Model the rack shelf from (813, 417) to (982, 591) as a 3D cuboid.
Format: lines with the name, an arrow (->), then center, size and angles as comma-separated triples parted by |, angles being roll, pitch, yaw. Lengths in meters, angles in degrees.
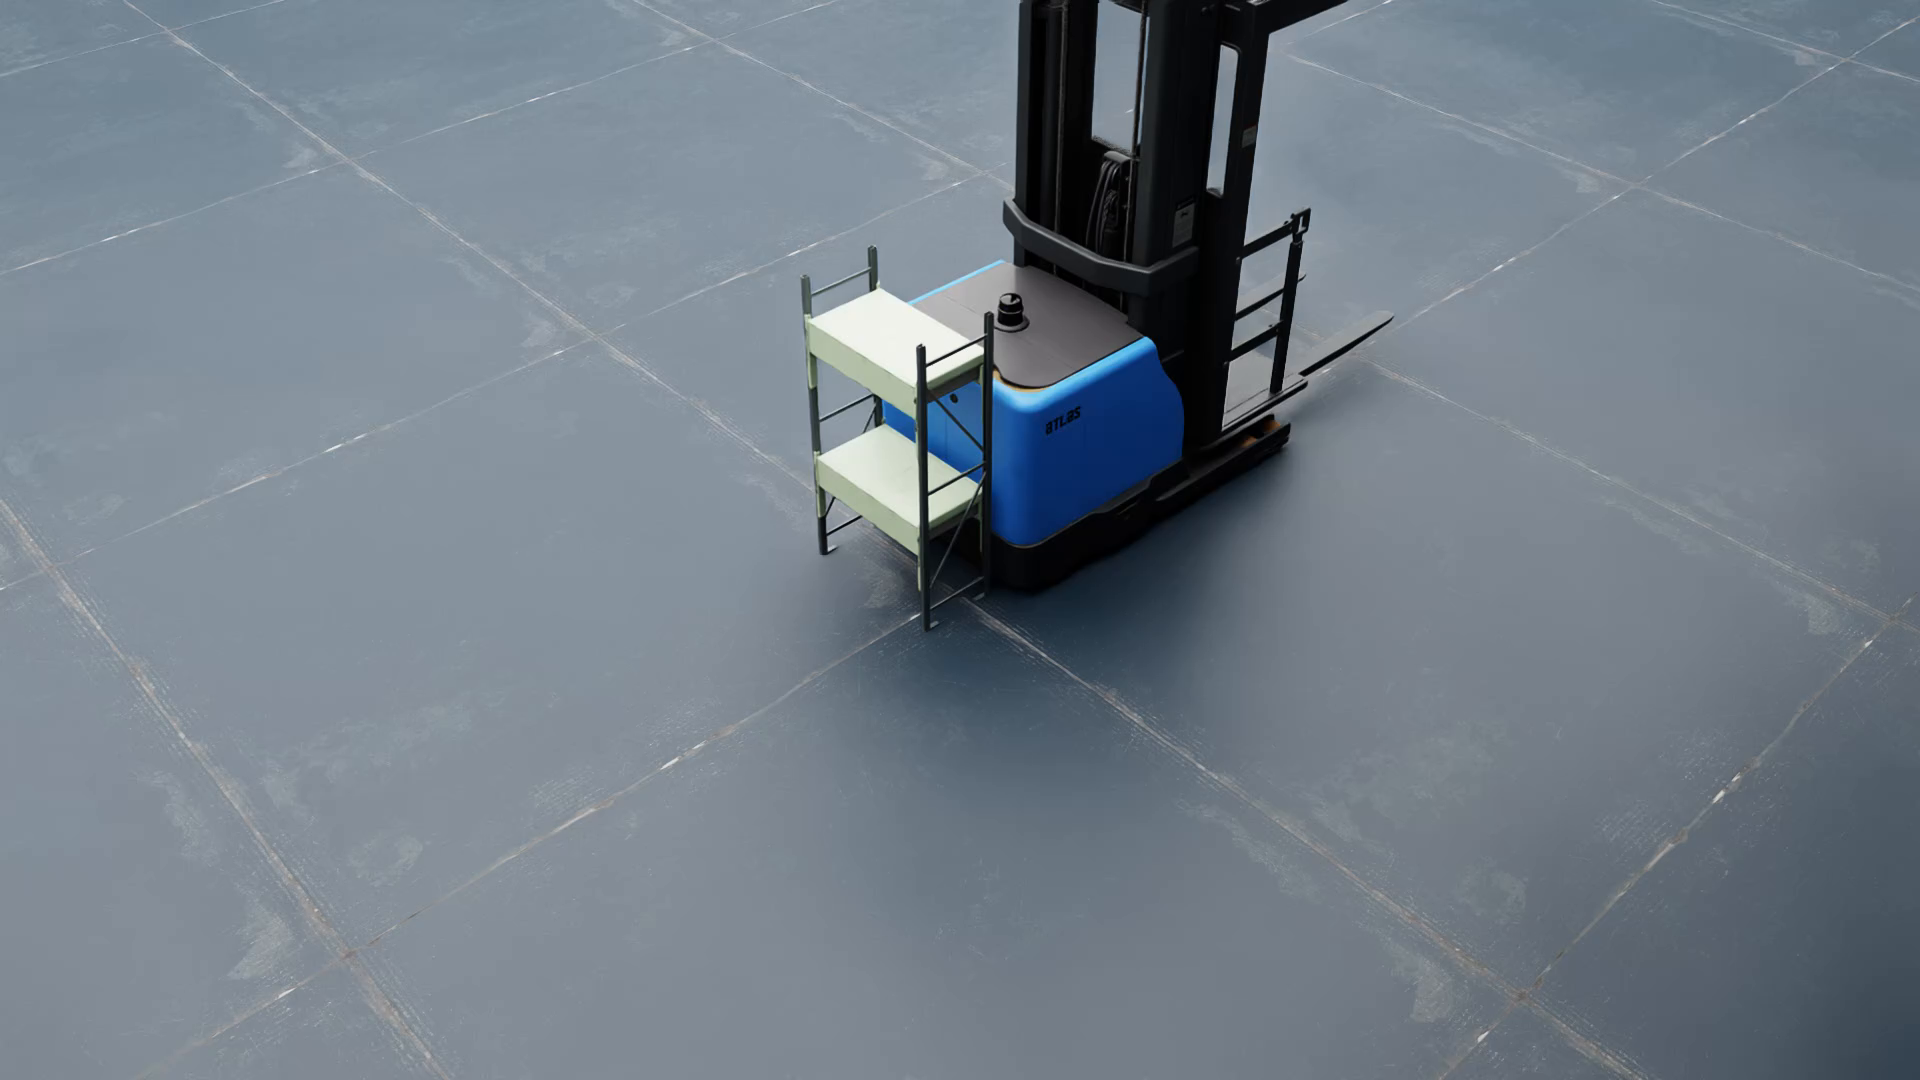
rack shelf -> -0.264, -0.173, 7.497 | 0.431, 0.370, 0.720 | -30, 48, -32

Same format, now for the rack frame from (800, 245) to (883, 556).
rack frame -> -0.511, -0.596, 7.502 | 0.400, 1.500, 0.023 | -30, 48, -32

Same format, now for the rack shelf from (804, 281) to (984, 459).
rack shelf -> -0.264, -0.730, 7.047 | 0.431, 0.370, 0.720 | -30, 48, -32

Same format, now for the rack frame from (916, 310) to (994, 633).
rack frame -> -0.018, -0.257, 7.082 | 0.400, 1.500, 0.023 | -30, 48, -32

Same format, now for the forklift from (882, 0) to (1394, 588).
forklift -> 1.048, -1.721, 7.756 | 3.031, 2.935, 1.130 | -30, 48, -32

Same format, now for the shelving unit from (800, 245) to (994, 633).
shelving unit -> -0.264, -0.426, 7.292 | 0.431, 1.500, 0.755 | -30, 48, -32
